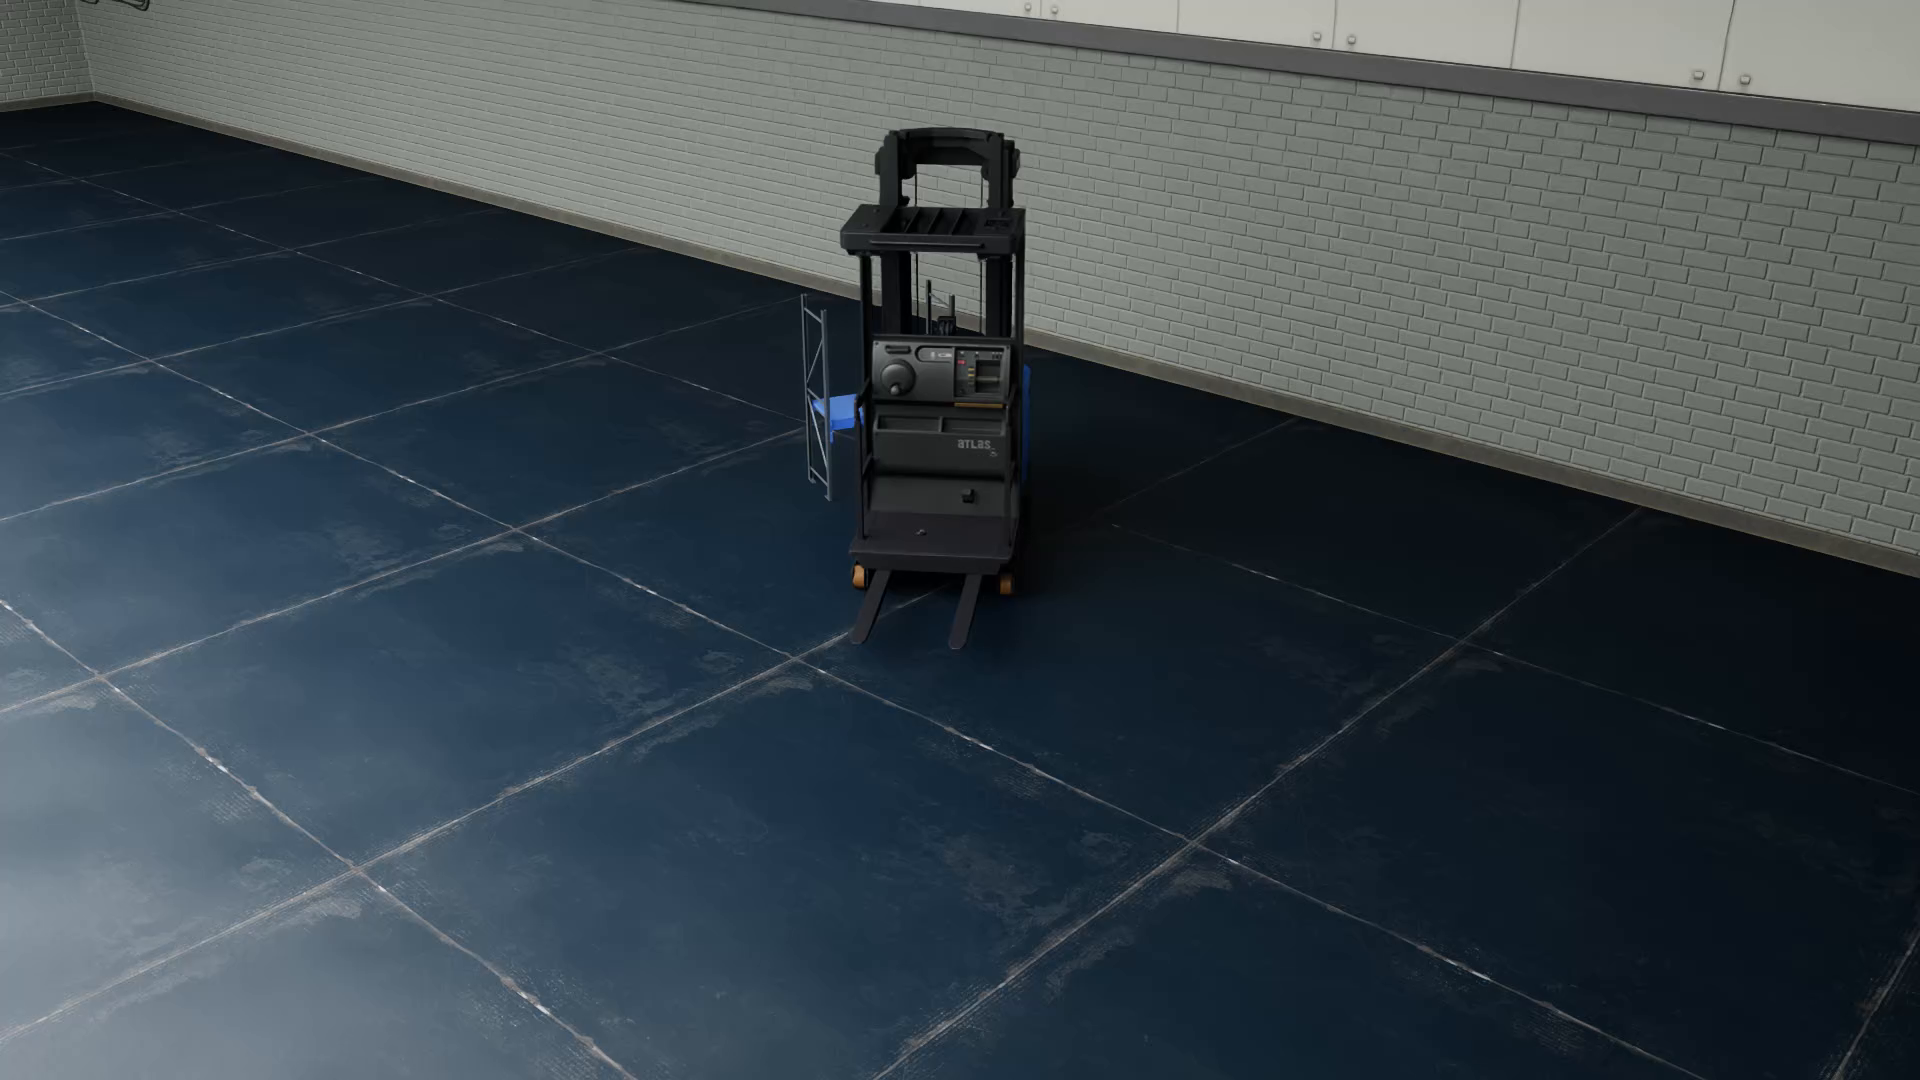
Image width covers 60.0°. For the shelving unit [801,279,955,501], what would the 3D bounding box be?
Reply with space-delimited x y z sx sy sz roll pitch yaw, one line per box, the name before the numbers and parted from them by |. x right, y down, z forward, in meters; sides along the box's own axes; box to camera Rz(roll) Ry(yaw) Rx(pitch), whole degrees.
shelving unit | -0.618 -1.159 12.801 1.048 1.500 0.538 -10 26 -21

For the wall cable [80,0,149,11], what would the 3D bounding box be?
wall cable | -14.192 -10.039 27.235 3.097 2.526 0.112 20 31 38

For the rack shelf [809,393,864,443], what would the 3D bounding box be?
rack shelf | -0.618 -0.995 12.874 1.000 0.185 0.538 -10 26 -21

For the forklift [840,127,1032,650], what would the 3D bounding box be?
forklift | -0.147 -1.107 10.935 1.130 2.935 3.031 3 24 6

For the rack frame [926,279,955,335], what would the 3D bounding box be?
rack frame | -0.152 -1.242 12.986 0.032 1.500 0.500 -10 26 -21

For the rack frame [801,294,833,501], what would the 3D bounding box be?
rack frame | -1.083 -1.076 12.615 0.032 1.500 0.500 -10 26 -21
